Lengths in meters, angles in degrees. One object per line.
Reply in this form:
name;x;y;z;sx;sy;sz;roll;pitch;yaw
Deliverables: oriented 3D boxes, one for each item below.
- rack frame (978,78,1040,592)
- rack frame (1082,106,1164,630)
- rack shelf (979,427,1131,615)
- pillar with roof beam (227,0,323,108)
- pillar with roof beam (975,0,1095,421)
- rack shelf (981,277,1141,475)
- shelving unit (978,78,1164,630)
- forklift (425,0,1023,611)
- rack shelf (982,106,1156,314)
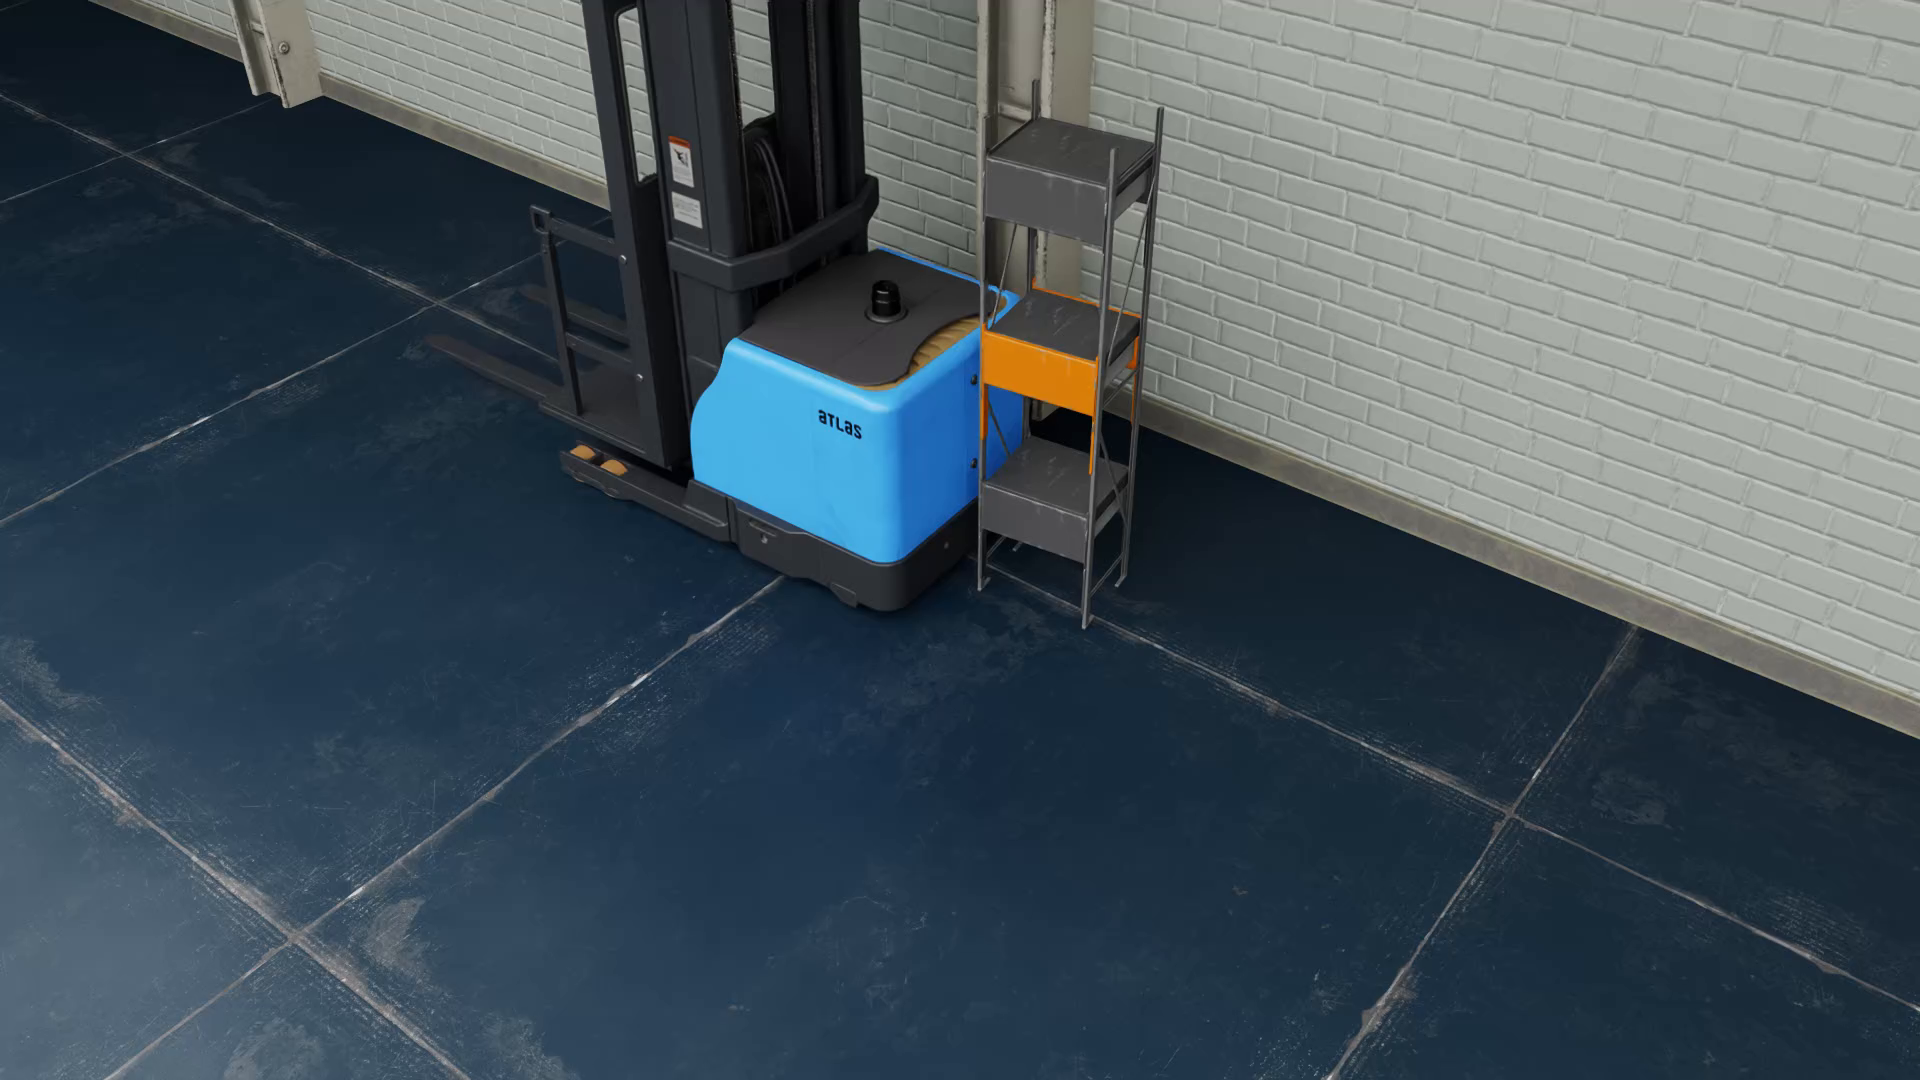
rack frame;0.180;-0.719;6.465;0.015;2.100;0.400;19;42;23
rack frame;0.603;-0.570;6.274;0.015;2.100;0.400;19;42;23
rack shelf;0.391;-0.083;6.810;0.480;0.518;0.431;19;42;23
pillar with roof beam;-7.063;-4.399;5.569;0.400;9.000;9.100;25;45;29
pillar with roof beam;-2.298;-2.152;2.699;0.400;9.000;9.100;25;45;29
rack shelf;0.391;-0.634;6.378;0.480;0.518;0.431;19;42;23
shelving unit;0.391;-0.644;6.370;0.503;2.100;0.431;19;42;23
forklift;-1.201;-1.587;6.900;3.031;2.935;1.130;24;44;27
rack shelf;0.391;-1.185;5.947;0.480;0.518;0.431;19;42;23
